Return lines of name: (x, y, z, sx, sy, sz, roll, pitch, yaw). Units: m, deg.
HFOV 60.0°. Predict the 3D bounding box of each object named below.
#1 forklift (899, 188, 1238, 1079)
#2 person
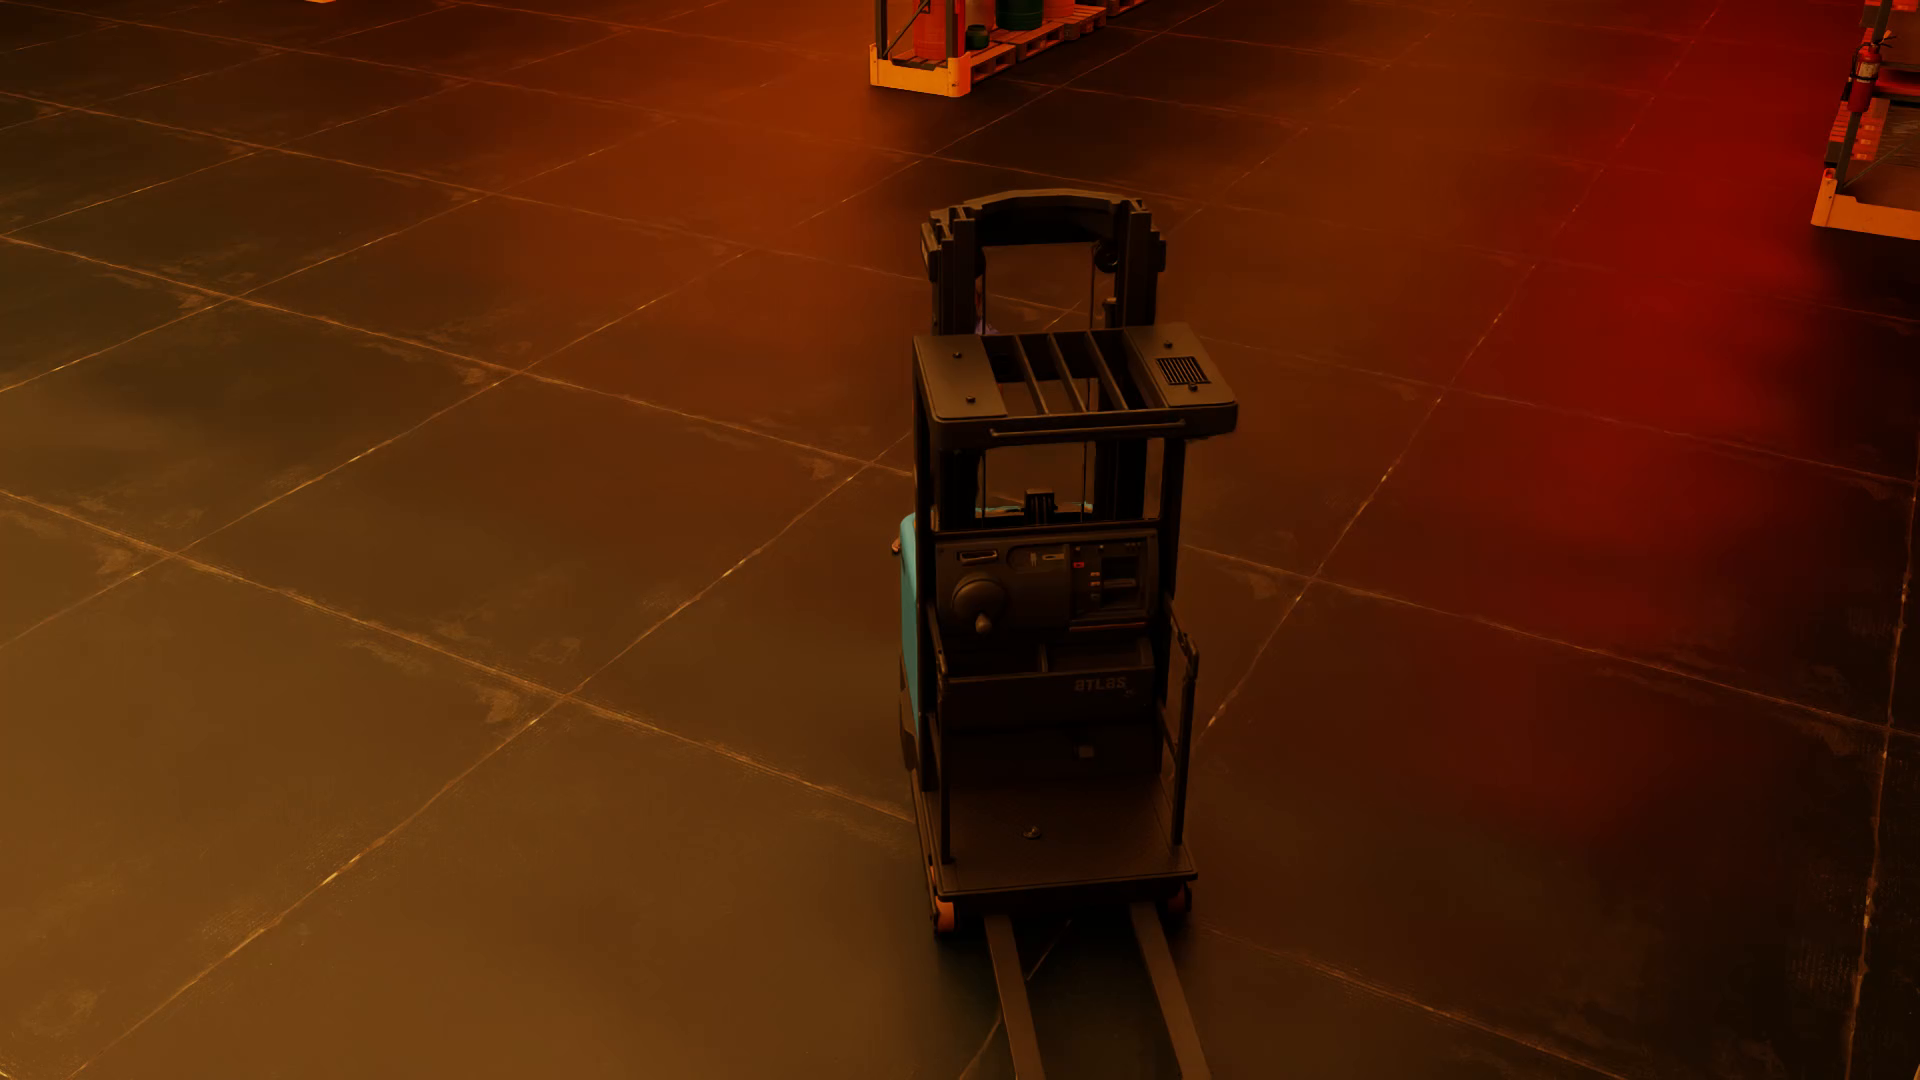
forklift: (0.393, 0.221, 6.687, 1.130, 2.935, 3.031, -4, 30, -6)
person: (-0.059, -0.689, 9.527, 0.570, 1.656, 0.503, 15, 33, 25)
